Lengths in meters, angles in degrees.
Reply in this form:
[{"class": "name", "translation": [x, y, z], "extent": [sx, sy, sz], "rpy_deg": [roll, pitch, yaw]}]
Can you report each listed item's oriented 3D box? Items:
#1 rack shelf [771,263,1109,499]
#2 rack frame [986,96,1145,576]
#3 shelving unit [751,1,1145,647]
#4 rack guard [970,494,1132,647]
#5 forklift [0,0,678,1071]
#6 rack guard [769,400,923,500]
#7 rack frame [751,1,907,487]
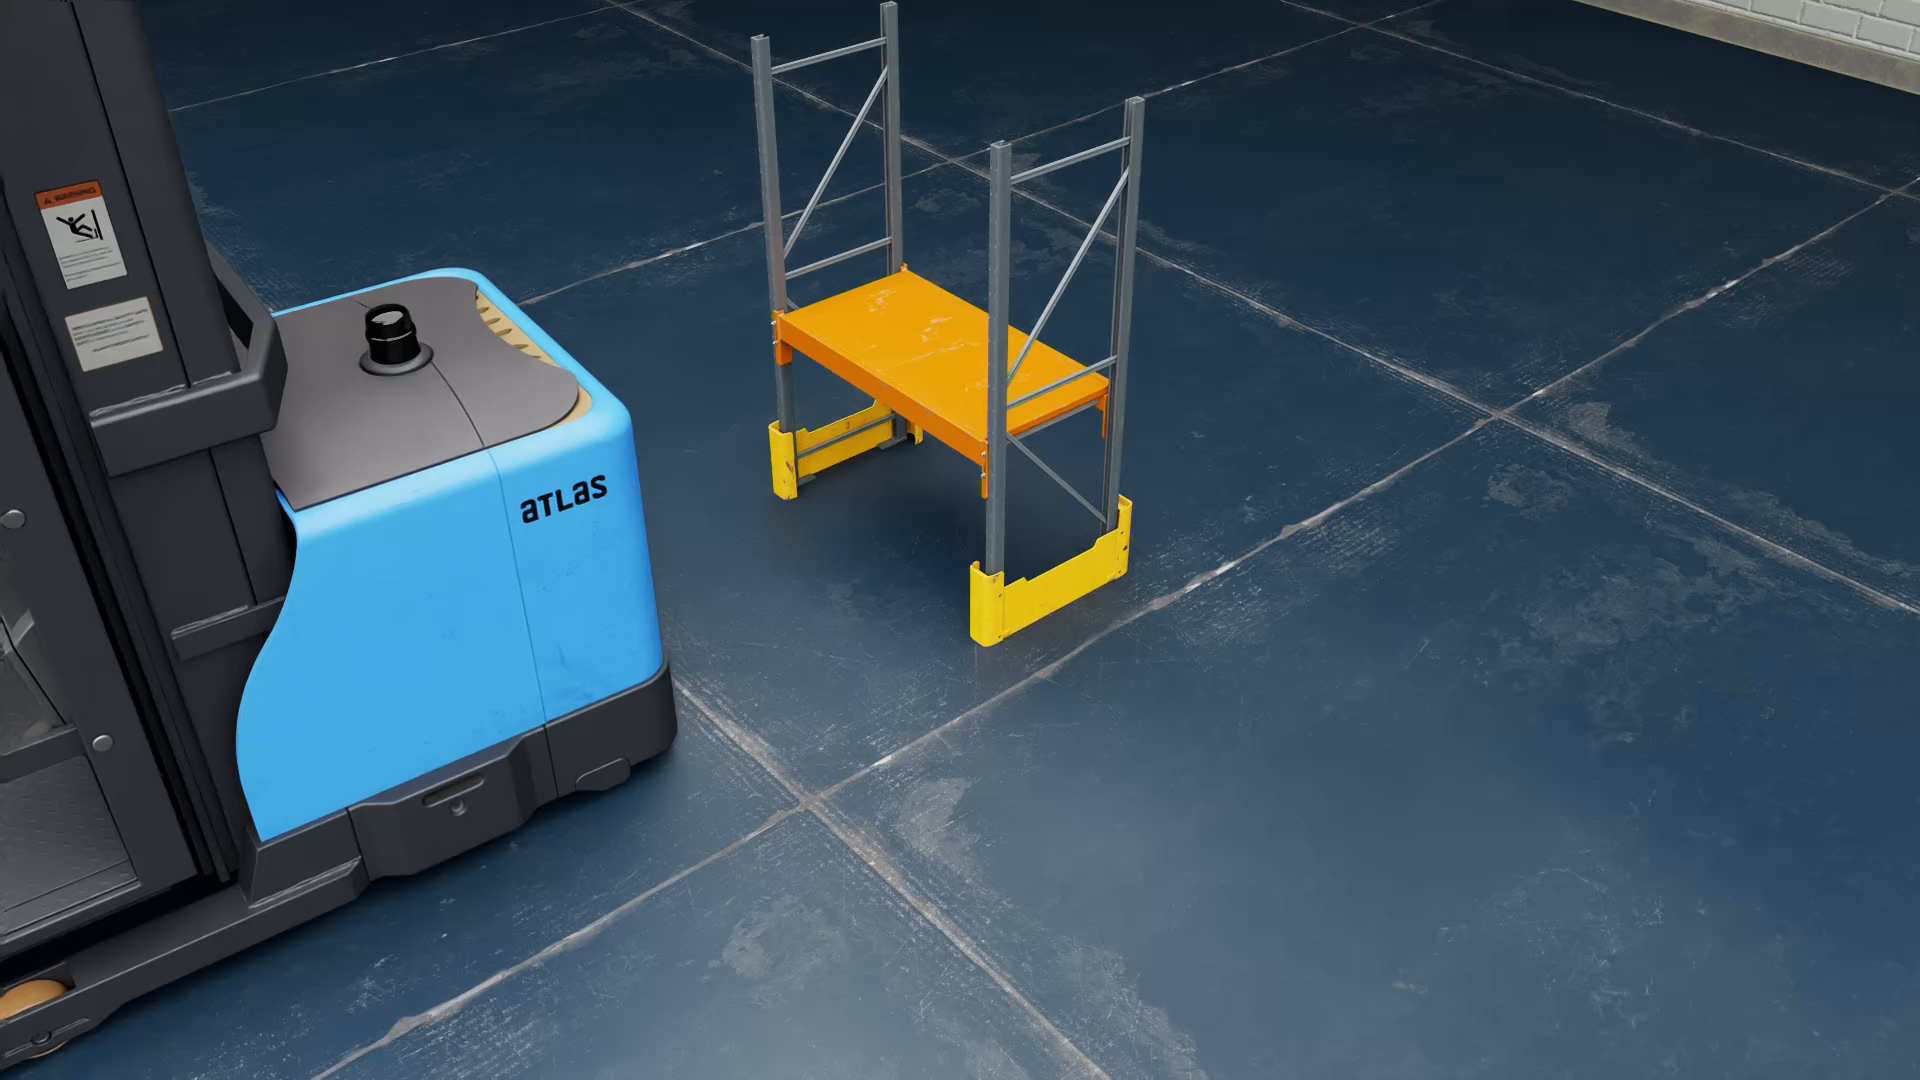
[{"class": "rack shelf", "translation": [-0.055, -0.503, 4.974], "extent": [0.538, 0.185, 1.000], "rpy_deg": [-26, 43, -32]}, {"class": "rack frame", "translation": [0.273, -0.425, 4.553], "extent": [0.500, 1.500, 0.032], "rpy_deg": [-26, 43, -32]}, {"class": "shelving unit", "translation": [-0.049, -0.646, 4.864], "extent": [0.587, 1.500, 1.083], "rpy_deg": [-26, 43, -32]}, {"class": "rack guard", "translation": [0.272, 0.084, 4.915], "extent": [0.587, 0.250, 0.087], "rpy_deg": [-26, 43, -32]}, {"class": "forklift", "translation": [-2.242, -0.346, 3.203], "extent": [3.031, 2.935, 1.130], "rpy_deg": [-23, 41, -29]}, {"class": "rack guard", "translation": [-0.371, -0.356, 5.536], "extent": [0.587, 0.250, 0.087], "rpy_deg": [-26, 43, -32]}, {"class": "rack frame", "translation": [-0.383, -0.874, 5.187], "extent": [0.500, 1.500, 0.032], "rpy_deg": [-26, 43, -32]}]
